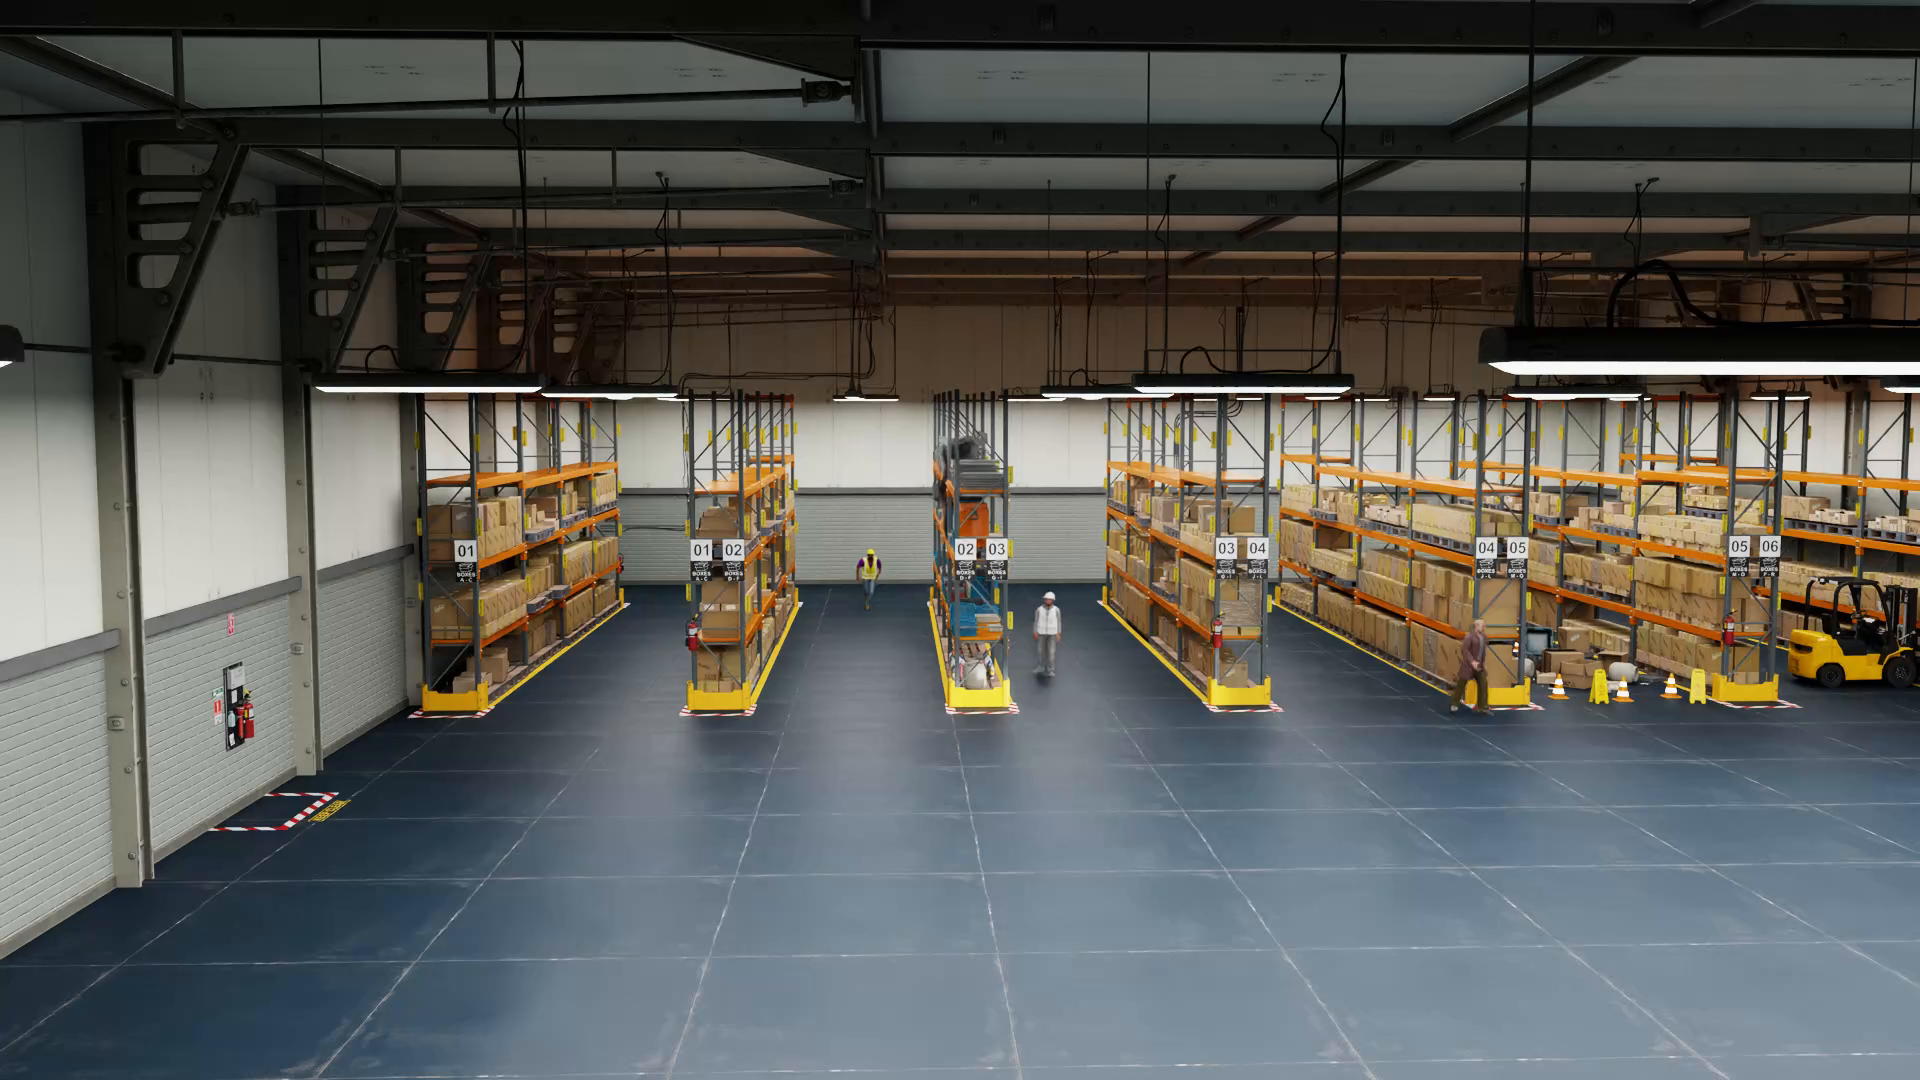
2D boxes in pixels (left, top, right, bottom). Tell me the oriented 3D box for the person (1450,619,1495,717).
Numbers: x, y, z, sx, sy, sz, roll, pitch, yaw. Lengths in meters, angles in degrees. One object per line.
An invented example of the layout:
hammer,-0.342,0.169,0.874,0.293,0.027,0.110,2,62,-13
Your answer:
person,9.466,2.344,30.683,0.694,1.778,0.808,-2,5,-28

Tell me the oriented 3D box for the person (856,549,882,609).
person,-2.540,1.089,46.540,0.697,1.694,0.703,-1,5,-16

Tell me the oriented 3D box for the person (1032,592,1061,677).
person,1.822,1.979,35.120,0.618,1.776,0.486,1,5,8
